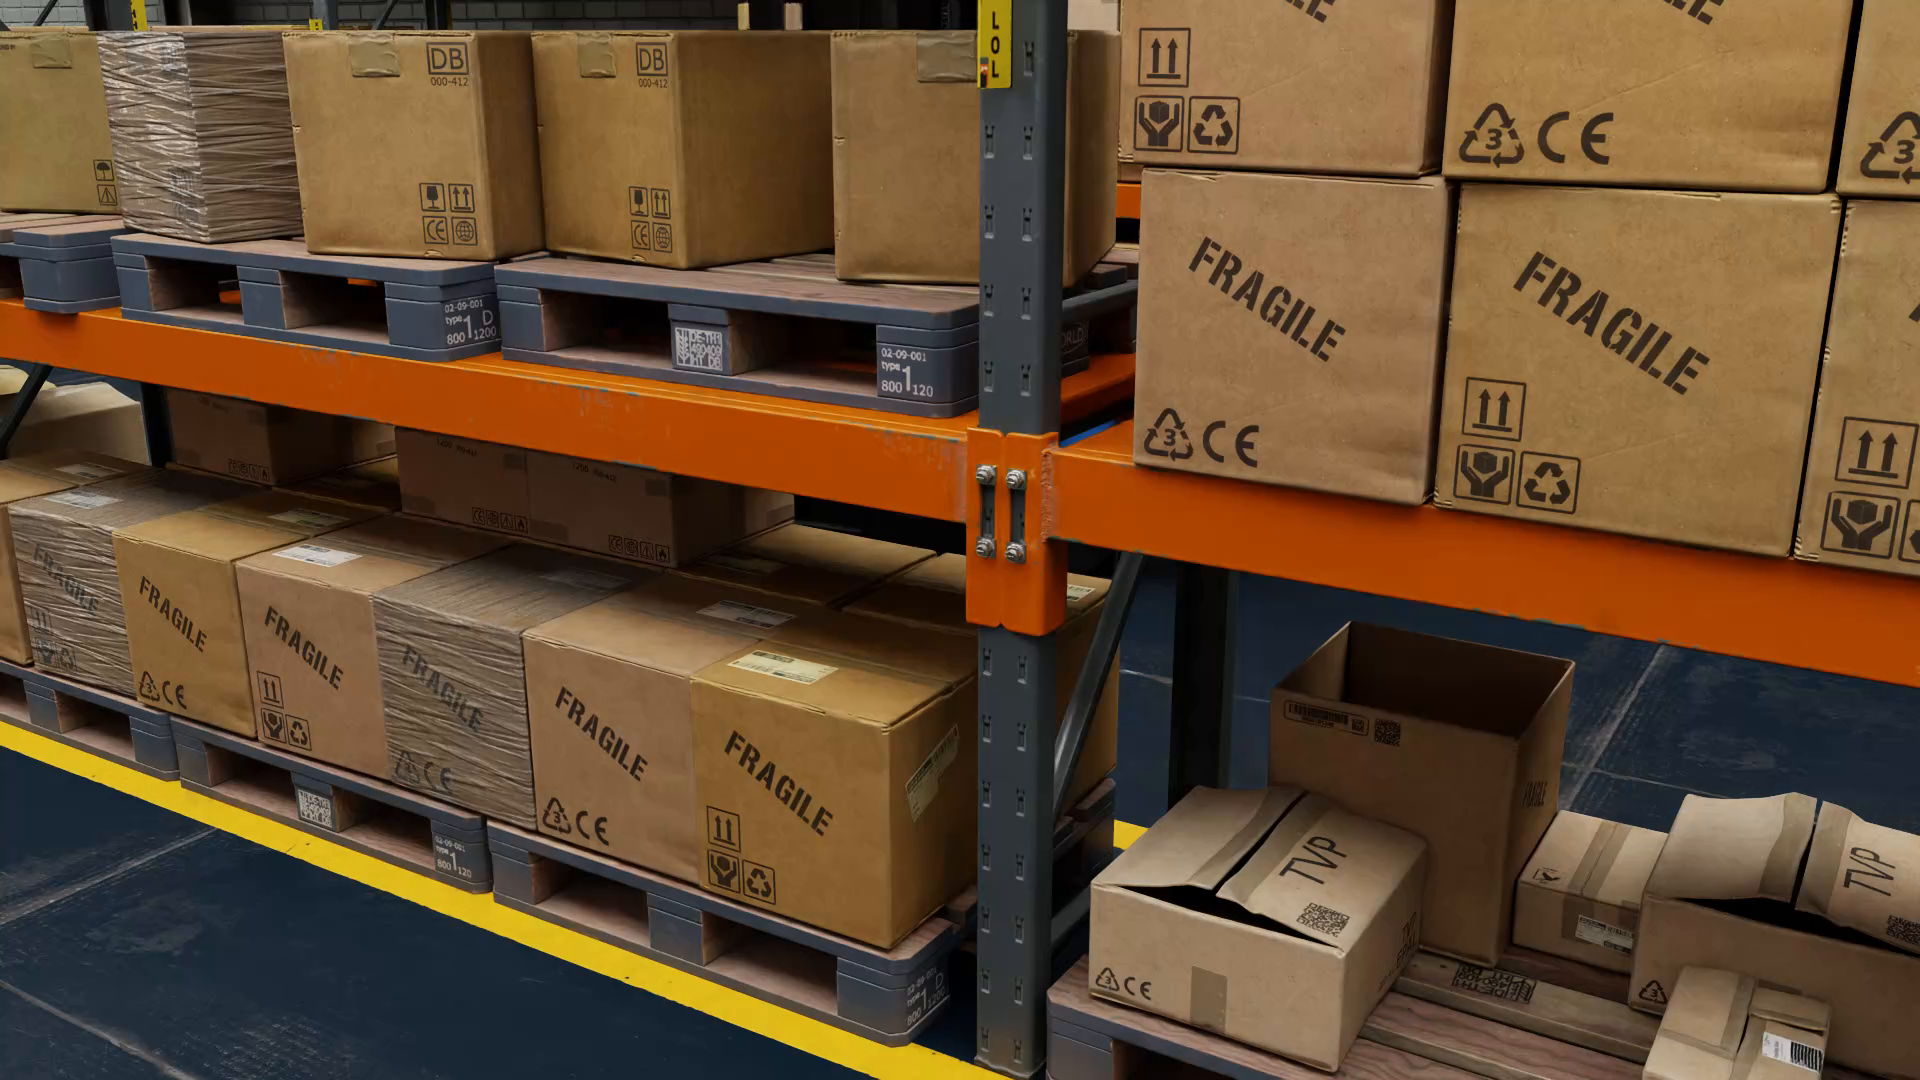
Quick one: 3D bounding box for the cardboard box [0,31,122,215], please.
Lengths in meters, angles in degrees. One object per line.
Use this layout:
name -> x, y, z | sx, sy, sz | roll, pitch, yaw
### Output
cardboard box -> -2.469, -1.273, 5.018 | 0.500, 0.500, 0.700 | 4, 17, 12

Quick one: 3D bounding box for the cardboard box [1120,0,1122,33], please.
cardboard box -> 1.102, -2.513, 7.985 | 0.500, 0.250, 0.500 | 10, 19, 29

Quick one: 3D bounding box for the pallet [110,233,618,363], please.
pallet -> -1.405, -0.706, 4.375 | 1.213, 0.211, 1.003 | 10, 20, 30

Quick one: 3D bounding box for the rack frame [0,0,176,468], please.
rack frame -> -3.064, -1.093, 5.317 | 0.127, 3.000, 1.000 | 10, 20, 30

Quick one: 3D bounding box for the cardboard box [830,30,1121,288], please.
cardboard box -> 0.057, -0.860, 3.658 | 0.500, 0.500, 0.700 | 4, 17, 12

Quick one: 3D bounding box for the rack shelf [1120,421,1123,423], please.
rack shelf -> 0.872, -0.378, 6.293 | 0.480, 0.148, 0.258 | 9, 19, 26

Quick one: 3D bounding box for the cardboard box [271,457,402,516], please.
cardboard box -> -1.704, 0.056, 5.080 | 0.500, 0.500, 0.500 | 9, 19, 28

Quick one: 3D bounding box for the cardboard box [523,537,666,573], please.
cardboard box -> -0.823, 0.211, 4.569 | 0.500, 0.500, 0.500 | 10, 20, 31

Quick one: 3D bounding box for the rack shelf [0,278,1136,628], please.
rack shelf -> -1.360, -0.444, 4.420 | 4.000, 0.370, 1.077 | 10, 20, 30

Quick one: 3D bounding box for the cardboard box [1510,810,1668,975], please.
cardboard box -> 1.329, 0.728, 3.472 | 0.250, 0.149, 0.380 | 10, 20, 30

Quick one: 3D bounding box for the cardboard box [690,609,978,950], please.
cardboard box -> -0.226, 0.497, 3.627 | 0.500, 0.500, 0.500 | 10, 20, 30

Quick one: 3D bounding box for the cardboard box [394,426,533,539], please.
cardboard box -> -1.220, -0.220, 4.697 | 0.500, 0.250, 0.500 | 10, 19, 29

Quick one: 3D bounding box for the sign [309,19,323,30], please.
sign -> -4.161, -3.207, 10.789 | 0.005, 0.325, 0.100 | 10, 20, 30

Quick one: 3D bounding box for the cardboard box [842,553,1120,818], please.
cardboard box -> 0.059, 0.367, 4.054 | 0.500, 0.500, 0.500 | 9, 19, 28

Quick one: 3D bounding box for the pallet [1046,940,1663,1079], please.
pallet -> 0.929, 0.955, 3.375 | 1.213, 0.211, 1.003 | 10, 20, 30

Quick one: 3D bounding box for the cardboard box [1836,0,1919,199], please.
cardboard box -> 1.476, -0.712, 2.173 | 0.500, 0.500, 0.500 | 9, 19, 28

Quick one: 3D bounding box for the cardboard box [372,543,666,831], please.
cardboard box -> -1.070, 0.344, 4.133 | 0.500, 0.500, 0.500 | 10, 20, 31

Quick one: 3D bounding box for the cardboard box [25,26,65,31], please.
cardboard box -> -6.627, -3.609, 12.534 | 0.500, 0.500, 0.500 | 10, 20, 30

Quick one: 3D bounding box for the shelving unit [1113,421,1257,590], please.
shelving unit -> 0.872, -0.442, 6.273 | 0.503, 1.200, 0.258 | 9, 19, 26

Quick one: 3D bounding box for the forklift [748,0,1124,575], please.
forklift -> -0.702, -1.509, 6.805 | 3.031, 2.935, 1.130 | 9, 19, 26

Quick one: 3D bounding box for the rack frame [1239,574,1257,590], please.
rack frame -> 1.088, -0.410, 6.166 | 0.015, 1.200, 0.240 | 9, 19, 26

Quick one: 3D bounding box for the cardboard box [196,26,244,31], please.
cardboard box -> -4.877, -3.295, 11.501 | 0.500, 0.500, 0.500 | 10, 20, 30

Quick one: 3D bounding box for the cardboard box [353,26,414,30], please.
cardboard box -> -4.175, -3.348, 11.676 | 0.500, 0.500, 0.500 | 10, 19, 29

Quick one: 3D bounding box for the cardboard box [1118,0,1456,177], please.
cardboard box -> 0.598, -0.869, 2.689 | 0.500, 0.500, 0.500 | 11, 20, 31

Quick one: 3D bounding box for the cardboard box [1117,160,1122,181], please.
cardboard box -> 0.795, -1.913, 8.416 | 0.250, 0.149, 0.380 | 10, 20, 31

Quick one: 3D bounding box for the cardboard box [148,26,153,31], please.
cardboard box -> -5.744, -3.453, 12.021 | 0.500, 0.500, 0.500 | 11, 20, 32

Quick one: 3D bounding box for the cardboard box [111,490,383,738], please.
cardboard box -> -1.952, 0.189, 4.643 | 0.500, 0.500, 0.500 | 10, 19, 29

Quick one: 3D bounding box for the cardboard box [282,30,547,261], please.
cardboard box -> -1.194, -0.986, 4.073 | 0.500, 0.500, 0.700 | 5, 18, 16

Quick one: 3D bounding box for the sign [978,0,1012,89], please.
sign -> 0.057, -0.900, 2.692 | 0.005, 0.325, 0.100 | 10, 20, 30

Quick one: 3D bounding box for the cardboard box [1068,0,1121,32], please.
cardboard box -> 0.663, -2.589, 8.235 | 0.500, 0.250, 0.500 | 10, 20, 30

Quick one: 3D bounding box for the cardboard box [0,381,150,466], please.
cardboard box -> -3.357, -0.399, 6.076 | 0.500, 0.311, 0.500 | 11, 20, 32

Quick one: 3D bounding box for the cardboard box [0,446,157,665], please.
cardboard box -> -2.826, 0.033, 5.156 | 0.500, 0.500, 0.500 | 11, 20, 32

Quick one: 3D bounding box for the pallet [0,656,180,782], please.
pallet -> -2.448, 0.365, 5.318 | 1.213, 0.211, 1.003 | 10, 20, 30

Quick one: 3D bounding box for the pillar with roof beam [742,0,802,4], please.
pillar with roof beam -> -3.383, -4.536, 6.332 | 0.400, 9.000, 9.100 | 10, 20, 30

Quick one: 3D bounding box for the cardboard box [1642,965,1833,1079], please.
cardboard box -> 1.331, 0.908, 2.850 | 0.250, 0.166, 0.380 | 10, 20, 30

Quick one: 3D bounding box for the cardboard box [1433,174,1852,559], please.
cardboard box -> 1.074, -0.310, 2.568 | 0.500, 0.500, 0.500 | 11, 20, 31

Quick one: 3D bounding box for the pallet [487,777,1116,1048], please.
pallet -> -0.369, 0.736, 4.096 | 1.213, 0.211, 1.003 | 10, 20, 30

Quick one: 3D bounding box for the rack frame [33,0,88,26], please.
rack frame -> -7.292, -3.537, 13.364 | 0.127, 3.000, 1.000 | 10, 20, 30

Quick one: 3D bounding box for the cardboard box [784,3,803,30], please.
cardboard box -> -0.785, -2.934, 9.333 | 0.250, 0.149, 0.380 | 7, 18, 23
